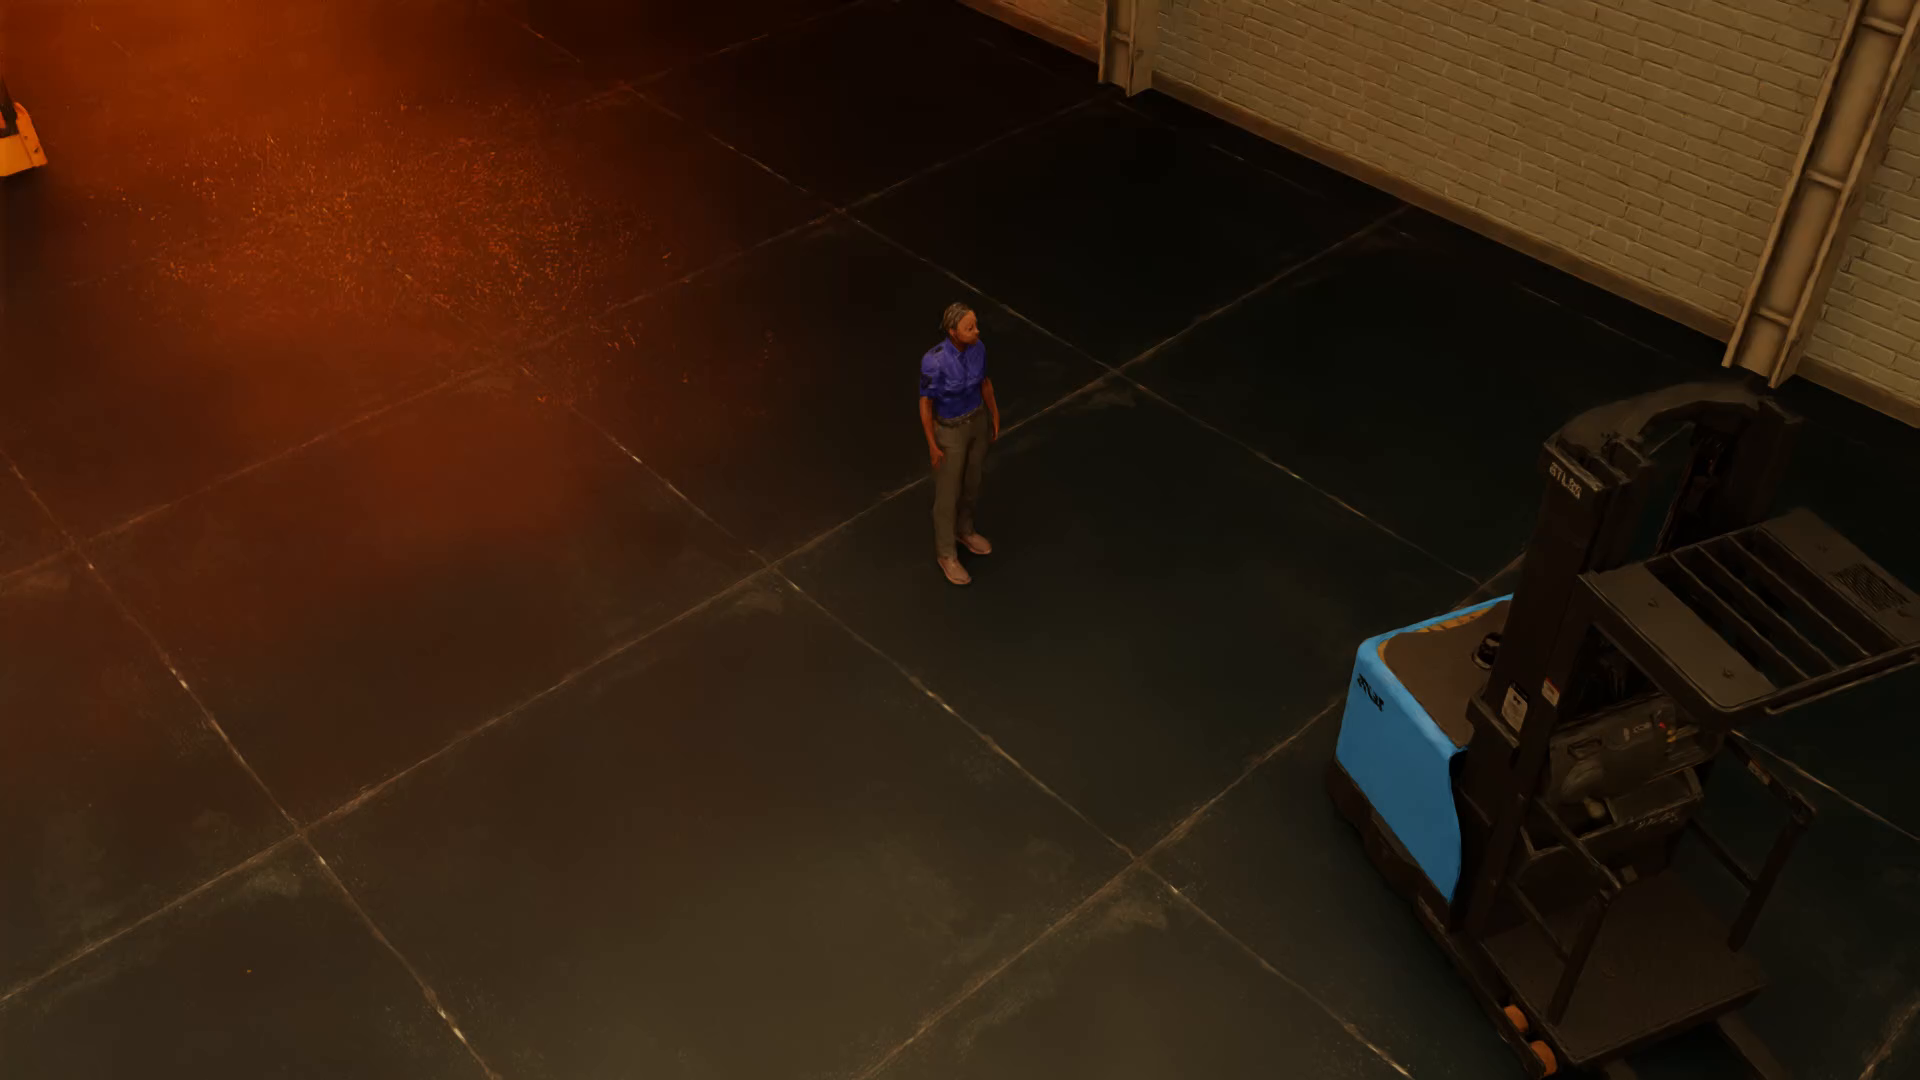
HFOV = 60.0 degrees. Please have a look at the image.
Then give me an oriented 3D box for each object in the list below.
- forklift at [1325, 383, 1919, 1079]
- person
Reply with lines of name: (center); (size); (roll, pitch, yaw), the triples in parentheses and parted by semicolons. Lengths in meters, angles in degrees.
forklift: (2.918, 0.956, 6.801); (1.130, 2.935, 3.031); (-15, 43, -17)
person: (0.045, -0.581, 9.548); (0.570, 1.654, 0.503); (-31, 50, -31)
